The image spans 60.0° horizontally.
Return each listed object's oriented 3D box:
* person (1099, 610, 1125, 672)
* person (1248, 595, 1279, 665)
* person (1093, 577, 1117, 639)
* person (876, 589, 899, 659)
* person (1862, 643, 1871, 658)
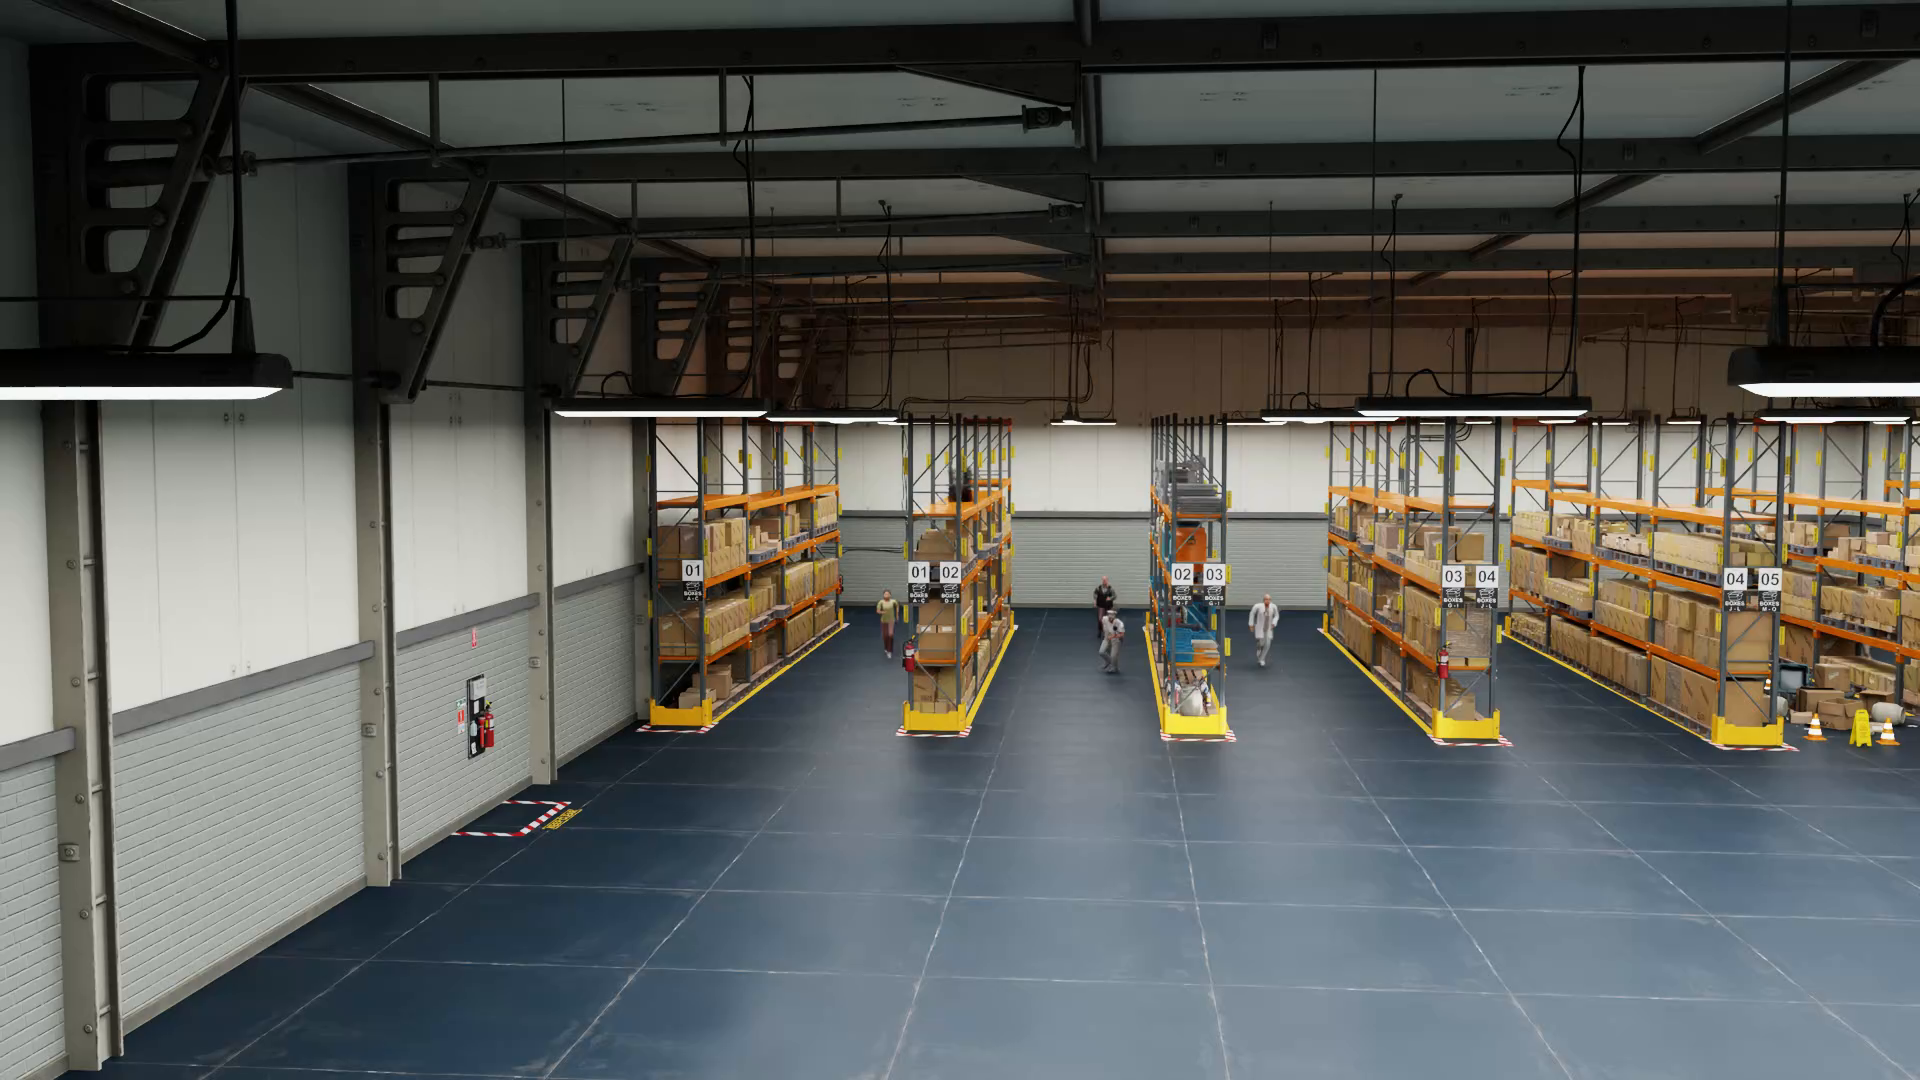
[{"bbox_3d":[3.520,2.357,38.685,0.716,1.503,0.982,2,4,24],"label":"person"},{"bbox_3d":[7.365,2.161,40.330,0.701,1.711,0.715,-1,4,-10],"label":"person"},{"bbox_3d":[3.916,1.839,44.990,0.637,1.705,0.689,0,4,6],"label":"person"},{"bbox_3d":[-1.814,2.087,41.593,0.538,1.722,0.823,0,4,2],"label":"person"},{"bbox_3d":[22.138,2.127,41.115,0.663,1.706,0.999,0,4,-4],"label":"person"}]
